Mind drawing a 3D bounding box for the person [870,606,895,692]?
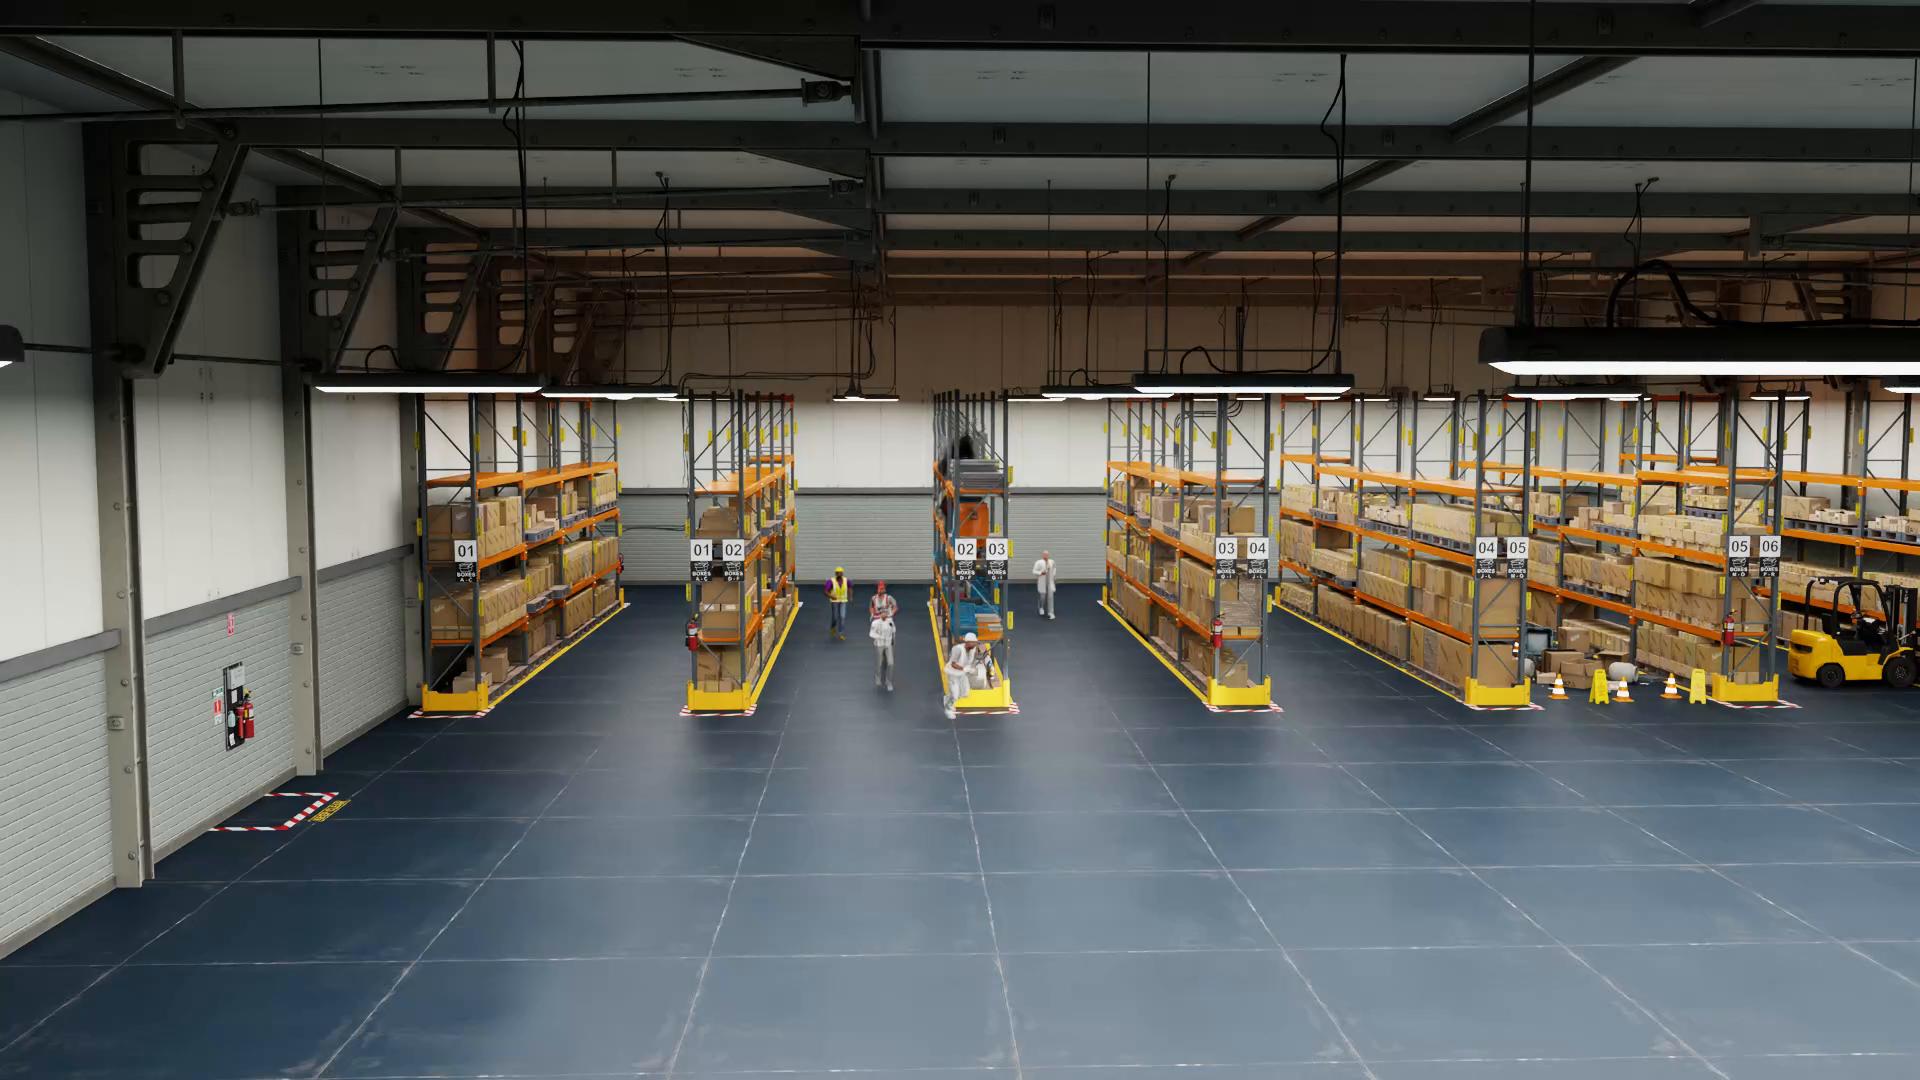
[{"bbox_3d":[-1.544,2.164,33.388,0.552,1.735,0.801,-1,5,-11],"label":"person"}]

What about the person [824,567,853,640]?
[{"bbox_3d":[-2.960,1.532,40.663,0.725,1.769,0.824,-1,5,-16],"label":"person"}]

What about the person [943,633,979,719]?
[{"bbox_3d":[0.041,2.462,30.285,0.841,1.605,0.706,4,6,41],"label":"person"}]

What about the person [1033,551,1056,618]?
[{"bbox_3d":[2.293,1.188,44.606,0.707,1.728,1.034,-1,5,-13],"label":"person"}]

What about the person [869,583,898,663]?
[{"bbox_3d":[-1.716,1.828,37.040,0.648,1.777,0.796,0,5,5],"label":"person"}]
